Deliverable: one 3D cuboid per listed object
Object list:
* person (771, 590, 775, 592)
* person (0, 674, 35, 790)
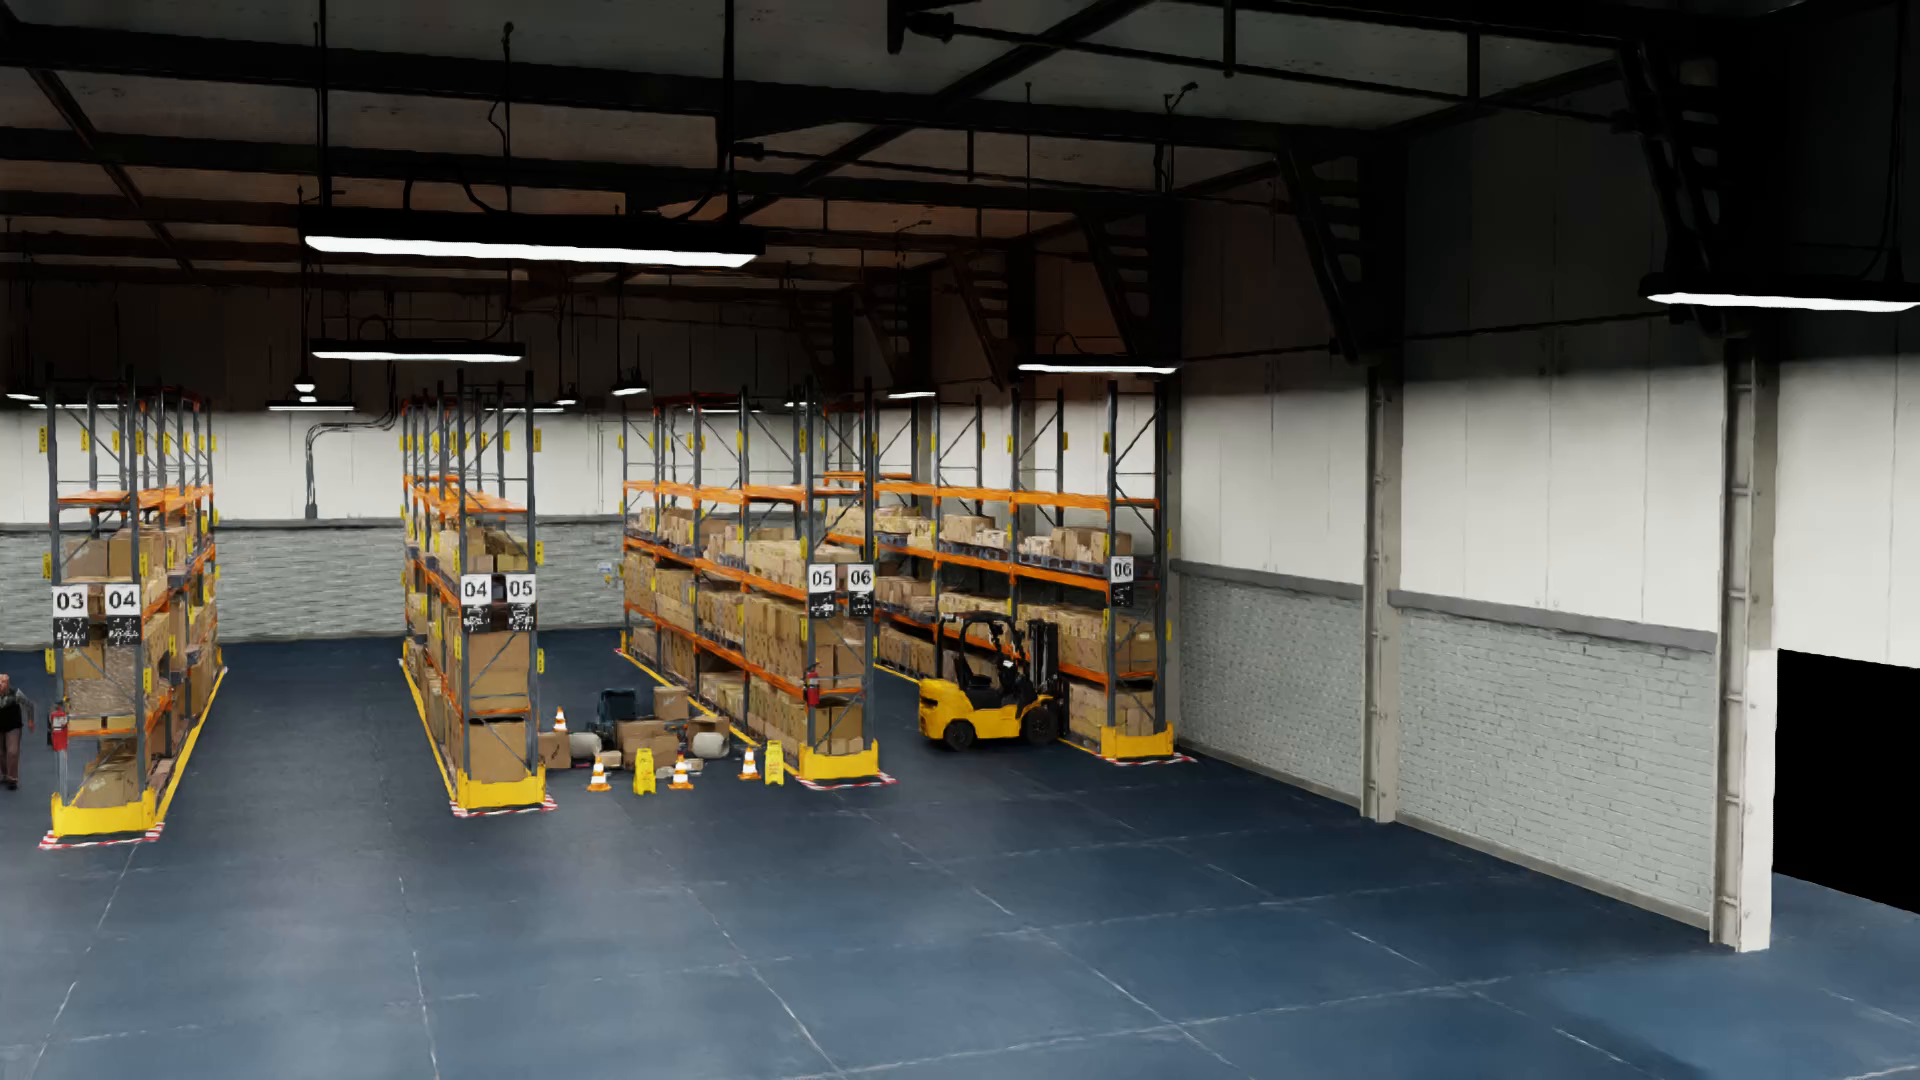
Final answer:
[{"bbox_3d":[-4.512,1.694,41.751,0.659,1.759,0.540,3,5,45],"label":"person"},{"bbox_3d":[-13.887,2.764,24.193,0.680,1.645,0.866,-1,3,-16],"label":"person"}]
